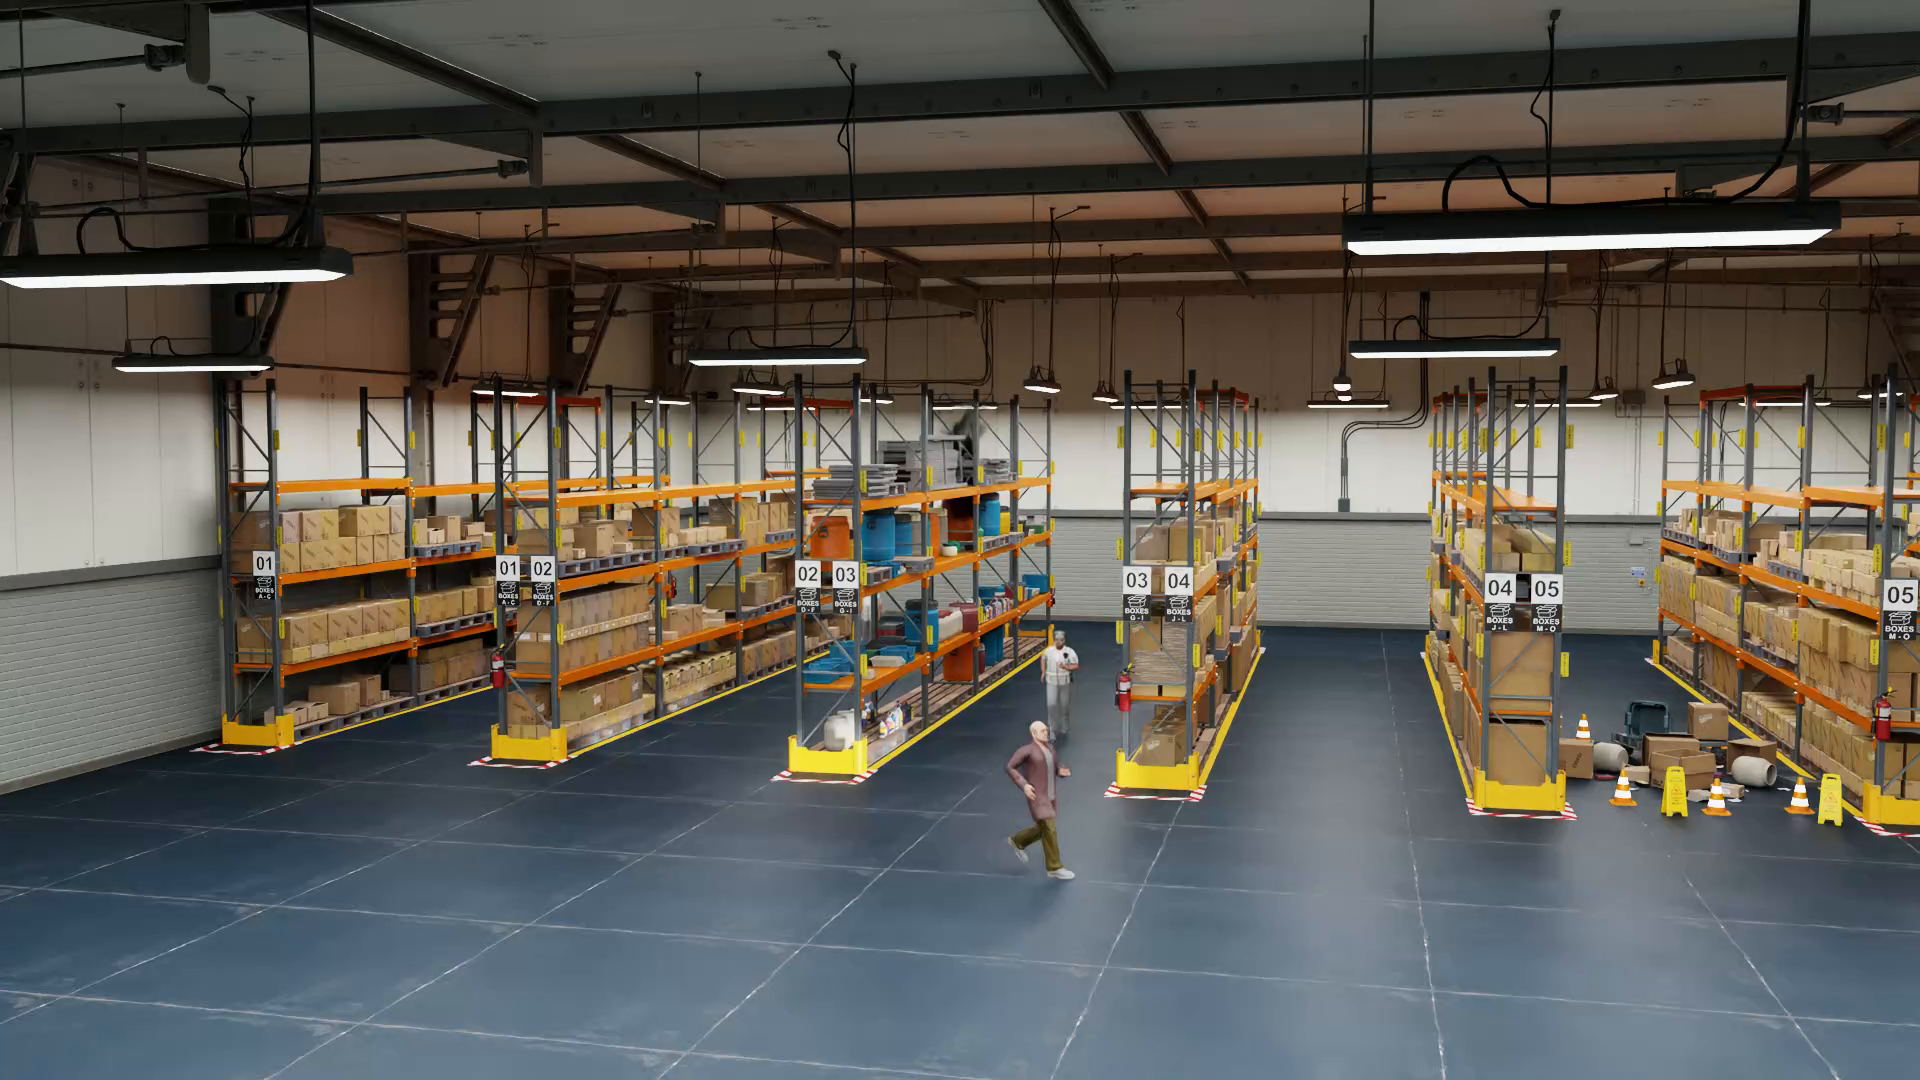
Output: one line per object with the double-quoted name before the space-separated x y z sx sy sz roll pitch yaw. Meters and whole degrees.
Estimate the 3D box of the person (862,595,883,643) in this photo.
"person" -1.999 1.748 36.589 0.597 1.631 0.691 0 3 0

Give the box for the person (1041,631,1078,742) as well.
"person" 1.671 2.425 27.983 0.649 1.819 0.870 0 3 6

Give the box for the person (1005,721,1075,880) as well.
"person" 0.913 2.957 19.103 1.033 1.754 0.714 3 4 39
